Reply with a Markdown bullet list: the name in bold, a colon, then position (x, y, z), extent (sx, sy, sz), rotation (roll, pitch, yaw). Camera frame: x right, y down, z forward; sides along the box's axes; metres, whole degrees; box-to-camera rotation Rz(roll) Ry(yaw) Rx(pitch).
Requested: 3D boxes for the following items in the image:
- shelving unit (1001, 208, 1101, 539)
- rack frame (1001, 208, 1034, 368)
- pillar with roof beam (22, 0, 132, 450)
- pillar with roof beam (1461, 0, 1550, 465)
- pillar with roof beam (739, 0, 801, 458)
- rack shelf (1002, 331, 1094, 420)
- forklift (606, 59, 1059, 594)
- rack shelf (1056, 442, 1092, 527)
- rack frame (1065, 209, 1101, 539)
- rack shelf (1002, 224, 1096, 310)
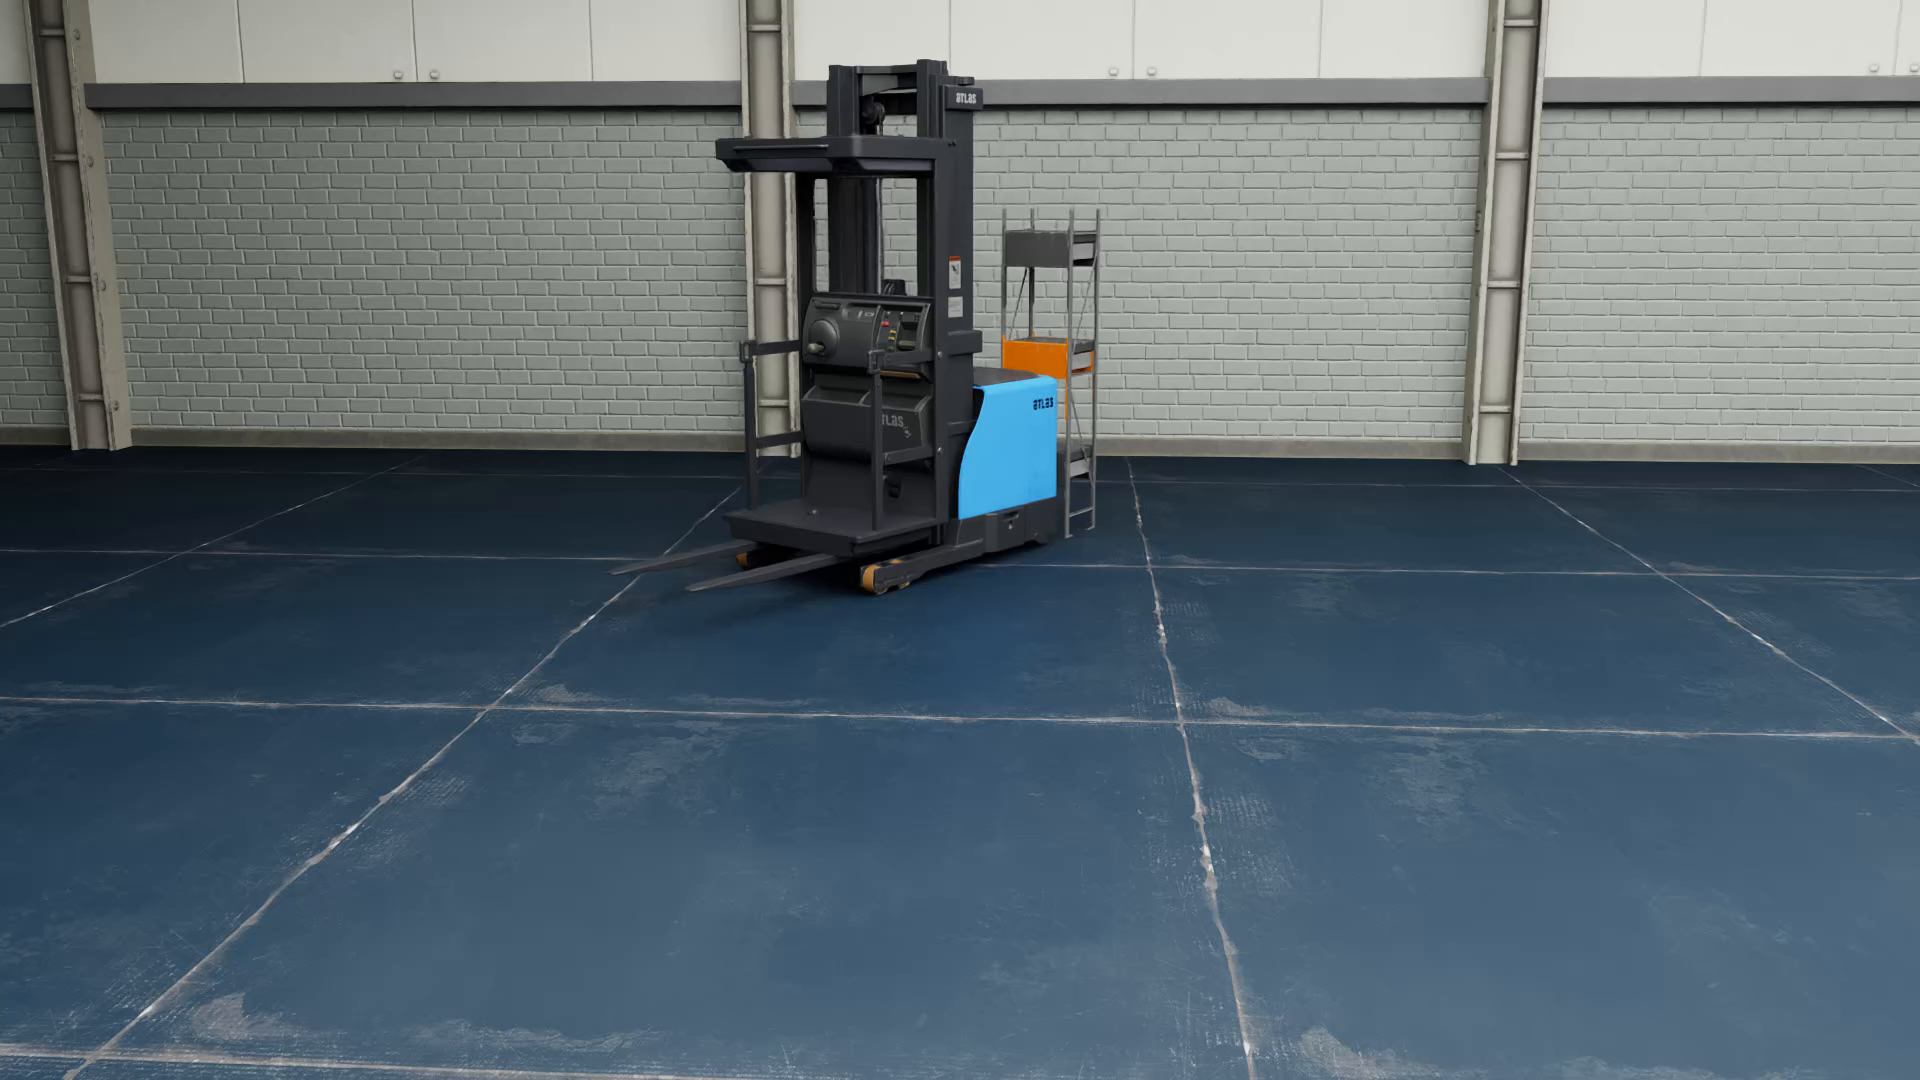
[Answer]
- **shelving unit**: position (0.586, -1.098, 10.889), extent (0.503, 2.100, 0.431), rotation (7, 14, 31)
- **rack frame**: position (0.378, -1.125, 11.015), extent (0.015, 2.100, 0.400), rotation (7, 14, 31)
- **pillar with roof beam**: position (-7.848, -4.341, 9.542), extent (0.400, 9.000, 9.100), rotation (1, 12, 4)
- **pillar with roof beam**: position (4.125, -4.177, 8.758), extent (0.400, 9.000, 9.100), rotation (1, 12, 4)
- **pillar with roof beam**: position (-1.861, -4.259, 9.150), extent (0.400, 9.000, 9.100), rotation (1, 12, 4)
- **rack shelf**: position (0.586, -1.085, 10.892), extent (0.480, 0.518, 0.431), rotation (7, 14, 31)
- **forklift**: position (-0.682, -1.243, 9.554), extent (1.130, 2.935, 3.031), rotation (9, 15, 38)
- **rack shelf**: position (0.585, -0.400, 11.036), extent (0.480, 0.518, 0.431), rotation (7, 14, 31)
- **rack frame**: position (0.793, -1.072, 10.764), extent (0.015, 2.100, 0.400), rotation (7, 14, 31)
- **rack shelf**: position (0.586, -1.770, 10.748), extent (0.480, 0.518, 0.431), rotation (7, 14, 31)
